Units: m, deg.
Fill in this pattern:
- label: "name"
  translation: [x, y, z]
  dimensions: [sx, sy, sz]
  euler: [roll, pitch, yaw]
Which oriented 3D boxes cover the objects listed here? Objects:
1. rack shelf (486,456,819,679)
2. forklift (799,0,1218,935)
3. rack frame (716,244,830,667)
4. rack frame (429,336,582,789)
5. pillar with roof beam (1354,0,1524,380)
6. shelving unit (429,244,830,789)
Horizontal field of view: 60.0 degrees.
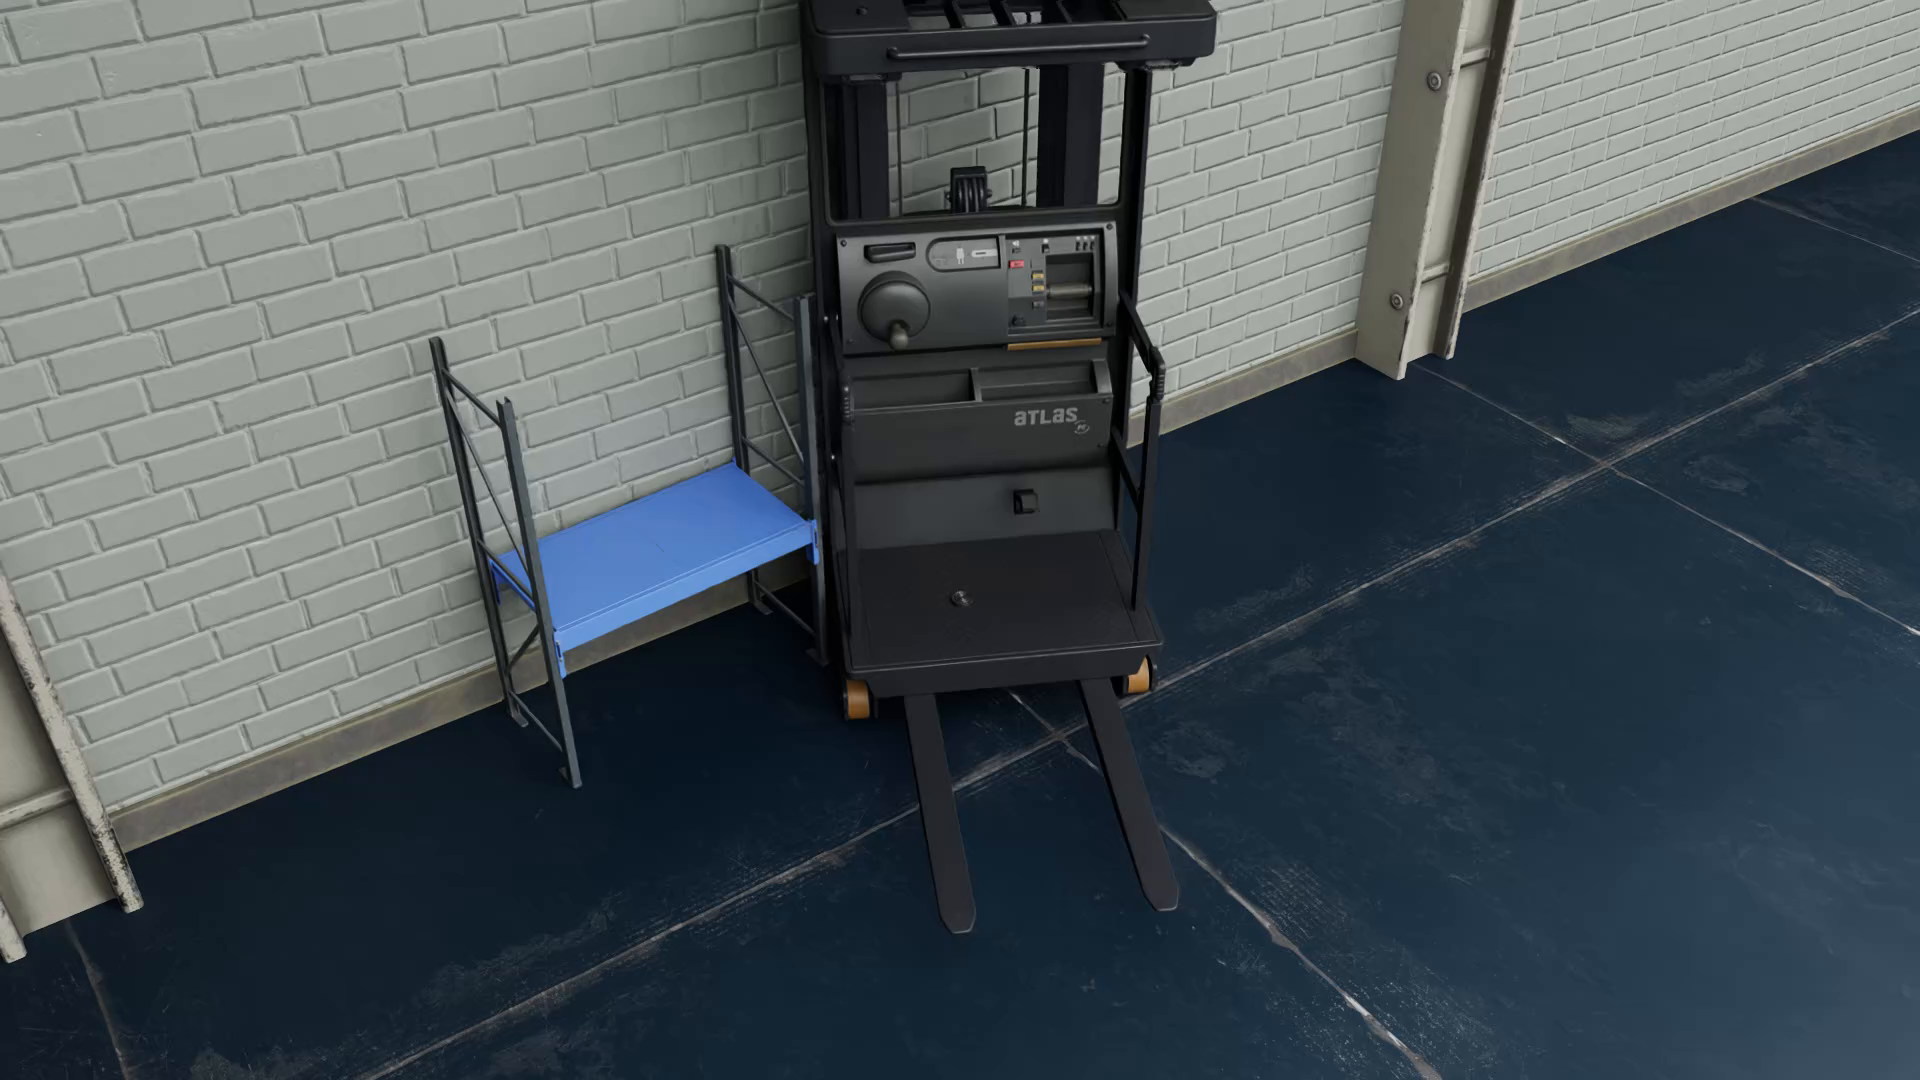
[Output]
- label: "rack shelf"
  translation: [-1.043, 0.070, 5.677]
  dimensions: [1.000, 0.185, 0.538]
  euler: [-25, 43, -30]
- label: "forklift"
  translation: [0.094, -0.777, 5.321]
  dimensions: [1.130, 2.935, 3.031]
  euler: [-5, 36, -6]
- label: "rack frame"
  translation: [-0.646, -0.262, 5.829]
  dimensions: [0.032, 1.500, 0.500]
  euler: [-25, 43, -30]
- label: "rack frame"
  translation: [-1.440, 0.109, 5.314]
  dimensions: [0.032, 1.500, 0.500]
  euler: [-25, 43, -30]
- label: "pillar with roof beam"
  translation: [4.600, -2.486, 2.499]
  dimensions: [0.400, 9.000, 9.100]
  euler: [-22, 41, -28]
- label: "shelving unit"
  translation: [-1.043, -0.076, 5.572]
  dimensions: [1.048, 1.500, 0.538]
  euler: [-25, 43, -30]
